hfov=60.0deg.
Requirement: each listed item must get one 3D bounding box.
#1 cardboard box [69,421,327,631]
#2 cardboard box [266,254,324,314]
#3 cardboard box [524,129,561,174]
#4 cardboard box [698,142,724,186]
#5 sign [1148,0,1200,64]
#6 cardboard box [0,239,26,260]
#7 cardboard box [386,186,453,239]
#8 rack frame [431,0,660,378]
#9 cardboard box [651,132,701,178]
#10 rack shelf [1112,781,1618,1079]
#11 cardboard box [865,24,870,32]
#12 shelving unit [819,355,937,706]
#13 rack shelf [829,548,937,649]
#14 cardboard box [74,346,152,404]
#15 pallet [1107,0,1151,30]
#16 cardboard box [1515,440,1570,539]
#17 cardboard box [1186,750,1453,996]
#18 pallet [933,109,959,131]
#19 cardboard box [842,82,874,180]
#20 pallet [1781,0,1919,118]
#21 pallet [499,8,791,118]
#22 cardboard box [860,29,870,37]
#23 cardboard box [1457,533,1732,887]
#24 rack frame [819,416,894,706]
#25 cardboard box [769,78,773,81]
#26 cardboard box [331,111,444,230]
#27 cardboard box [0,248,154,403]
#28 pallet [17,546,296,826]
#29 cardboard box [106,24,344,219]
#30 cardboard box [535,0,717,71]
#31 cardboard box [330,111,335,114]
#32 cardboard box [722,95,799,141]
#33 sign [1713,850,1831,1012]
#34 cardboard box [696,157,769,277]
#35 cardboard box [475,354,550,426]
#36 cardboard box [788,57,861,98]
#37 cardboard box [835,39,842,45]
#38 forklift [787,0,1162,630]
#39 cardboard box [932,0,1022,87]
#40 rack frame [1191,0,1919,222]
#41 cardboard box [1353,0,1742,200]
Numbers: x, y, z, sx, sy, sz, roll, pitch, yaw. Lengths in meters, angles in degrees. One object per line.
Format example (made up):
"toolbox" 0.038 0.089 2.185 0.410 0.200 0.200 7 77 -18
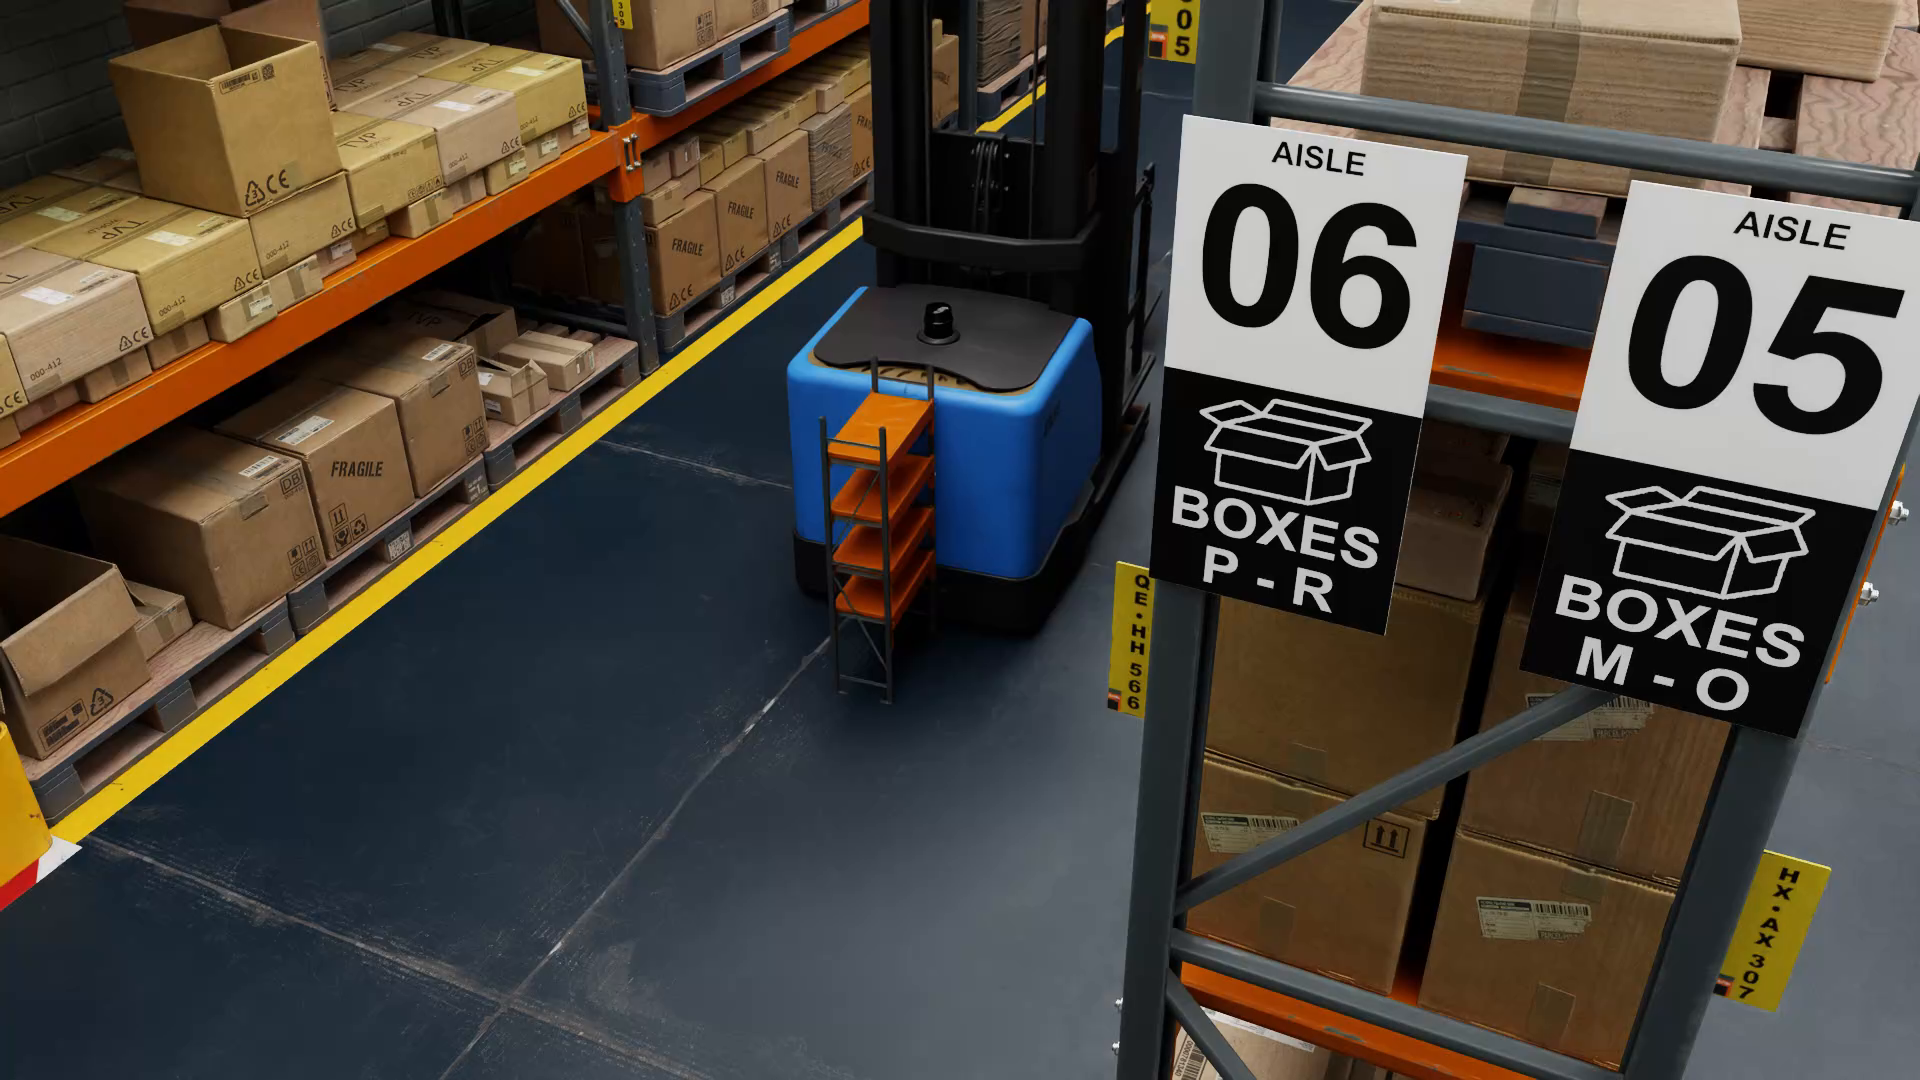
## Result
"cardboard box" -2.970 -0.068 6.514 0.700 0.500 0.500 16 36 22
"cardboard box" -2.643 -0.999 6.268 0.380 0.149 0.250 15 36 22
"cardboard box" -2.025 -1.773 7.448 0.380 0.149 0.250 15 36 22
"cardboard box" -1.497 -2.035 8.923 0.380 0.149 0.250 12 35 18
"sign" 0.318 -0.824 2.300 0.100 0.325 0.005 14 36 20
"cardboard box" -3.537 -0.846 5.670 0.500 0.250 0.500 14 36 21
"cardboard box" -2.327 -1.380 6.848 0.380 0.149 0.250 14 36 20
"rack frame" -2.032 -2.230 7.915 1.000 3.000 0.127 14 36 20
"cardboard box" -1.575 -2.014 8.619 0.380 0.149 0.250 12 35 18
"rack shelf" 1.642 0.204 4.859 1.077 0.370 4.000 14 36 20
"cardboard box" -0.789 -3.207 11.301 0.500 0.500 0.500 16 36 22
"shelving unit" -0.289 -0.025 6.194 0.258 1.200 0.503 11 35 16
"rack shelf" -0.289 0.197 6.340 0.258 0.148 0.480 11 35 16
"cardboard box" -3.014 -0.621 5.691 0.380 0.149 0.250 15 36 22
"pallet" 1.043 -4.672 14.183 1.003 0.211 1.213 14 36 20
"cardboard box" 1.250 -0.092 3.060 0.380 0.149 0.250 15 36 22
"cardboard box" 0.766 0.557 3.575 0.500 0.500 0.500 14 36 21
"pallet" -0.705 -2.693 11.164 1.003 0.211 1.213 14 36 20
"cardboard box" -0.775 -2.584 10.352 0.500 0.500 0.500 16 36 23
"pallet" 1.615 -1.300 3.842 1.003 0.211 1.213 14 36 20
"pallet" -1.598 -2.522 8.536 1.003 0.211 1.213 14 36 20
"cardboard box" -0.421 -3.176 10.664 0.380 0.149 0.250 12 35 18
"cardboard box" 1.264 0.266 3.106 0.500 0.500 0.500 13 36 19
"rack frame" -0.367 0.101 6.001 0.240 1.200 0.015 11 35 16
"cardboard box" -1.352 -2.779 10.058 0.380 0.149 0.250 14 36 21
"cardboard box" -2.440 -1.484 6.642 0.500 0.250 0.500 14 36 20
"cardboard box" -3.060 -0.715 5.470 0.500 0.250 0.500 15 36 21
"pallet" -3.341 0.494 6.305 1.003 0.211 1.213 14 36 20
"cardboard box" -2.643 -1.524 6.021 0.500 0.500 0.500 15 36 22
"cardboard box" -1.626 -2.637 8.062 0.700 0.500 0.500 15 36 22
"cardboard box" -2.905 -1.599 6.818 0.500 0.250 0.500 15 36 22
"cardboard box" -1.151 -2.414 9.500 0.380 0.149 0.250 15 36 22
"sign" 1.306 0.634 2.685 0.100 0.325 0.005 14 36 20
"cardboard box" -1.411 -1.817 9.182 0.500 0.500 0.500 14 36 20
"cardboard box" -2.147 -0.739 7.752 0.396 0.266 0.258 15 36 22
"cardboard box" -0.827 -2.810 10.105 0.380 0.149 0.250 14 36 20
"cardboard box" -0.995 -3.309 10.866 0.380 0.149 0.250 15 36 22
"forklift" 0.275 -1.671 7.126 1.130 2.935 3.031 11 35 16
"cardboard box" -0.085 -3.712 11.958 0.875 0.625 0.625 15 36 22
"rack frame" 0.805 -1.609 1.498 1.000 3.000 0.127 14 36 20
"cardboard box" 0.911 -0.755 2.592 0.500 0.250 0.500 11 35 16
